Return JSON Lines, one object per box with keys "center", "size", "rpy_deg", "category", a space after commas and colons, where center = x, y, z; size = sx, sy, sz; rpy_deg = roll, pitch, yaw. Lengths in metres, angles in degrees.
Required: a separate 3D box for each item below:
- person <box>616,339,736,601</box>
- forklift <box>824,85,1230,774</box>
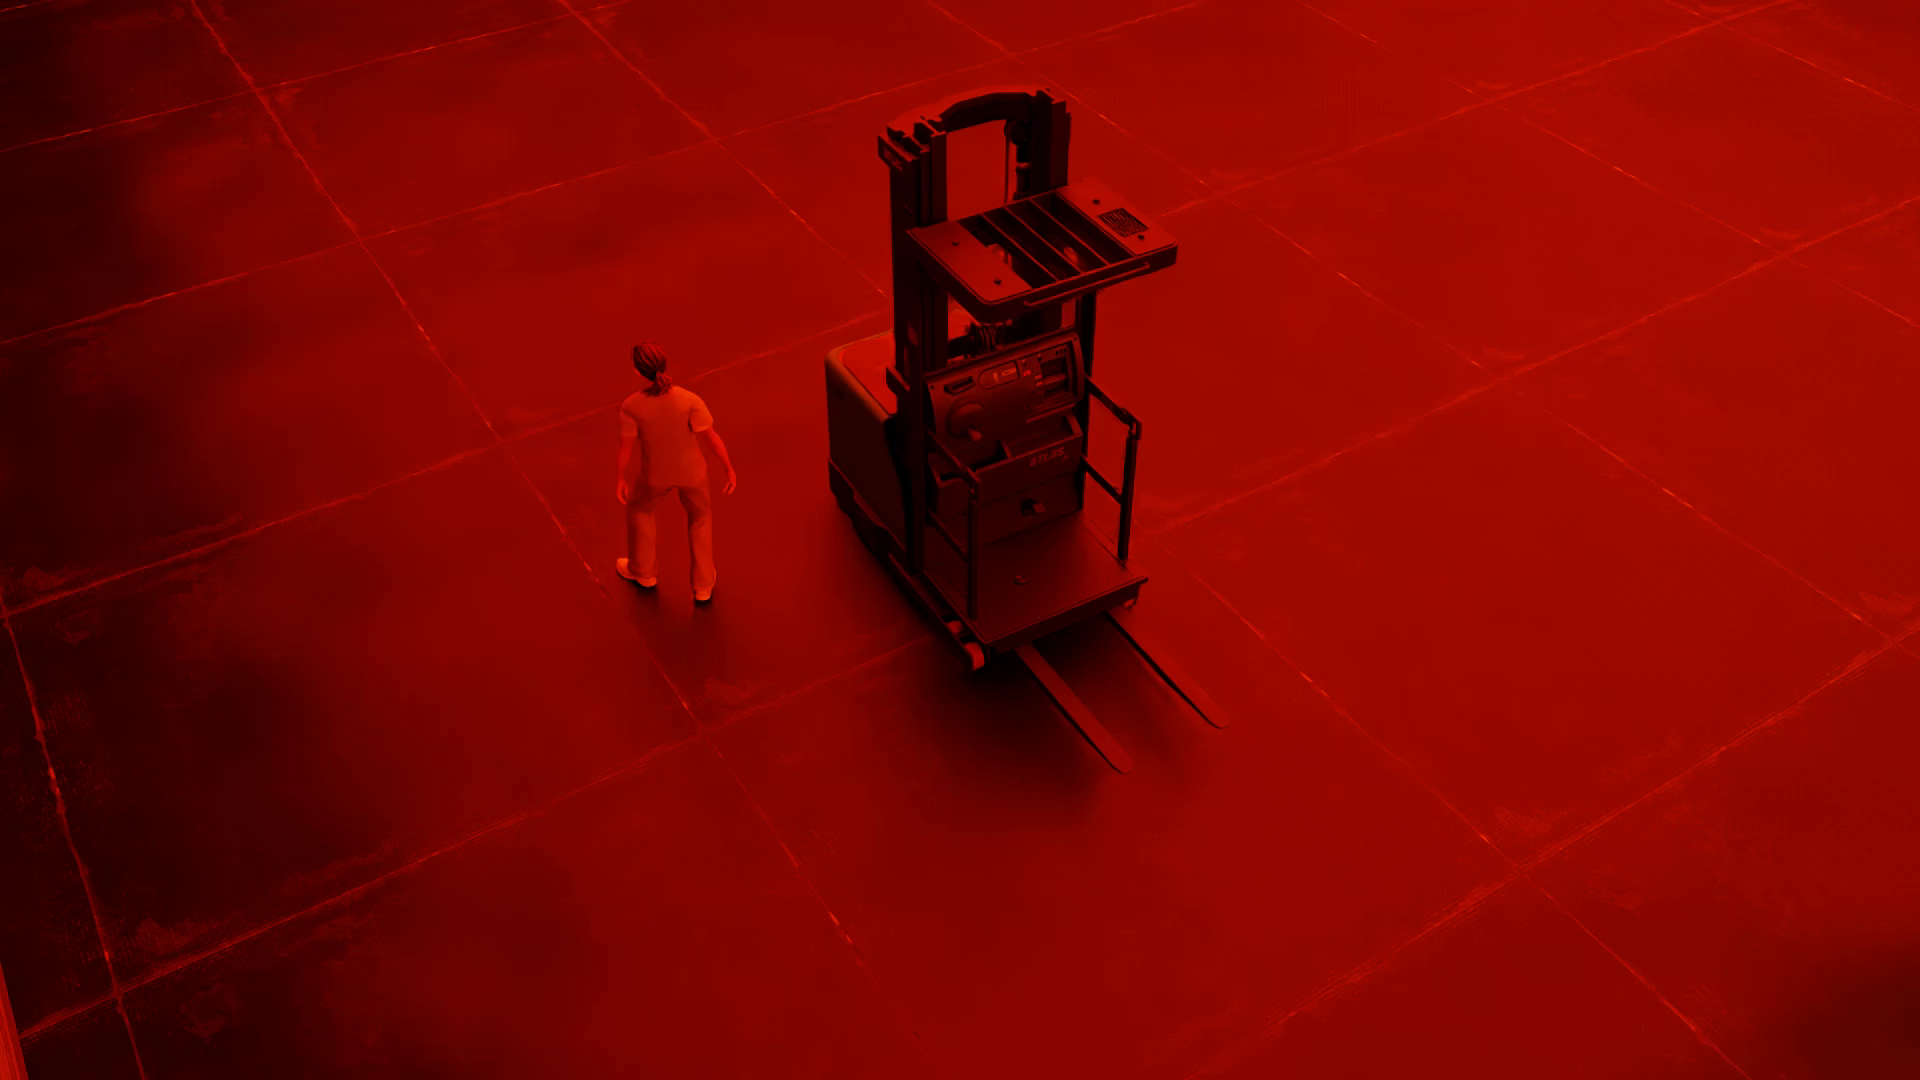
{"center": [-1.641, -0.365, 9.283], "size": [0.779, 1.645, 0.390], "rpy_deg": [-4, 41, -4], "category": "person"}
{"center": [0.359, -0.724, 8.700], "size": [1.130, 2.935, 3.031], "rpy_deg": [-21, 45, -22], "category": "forklift"}
